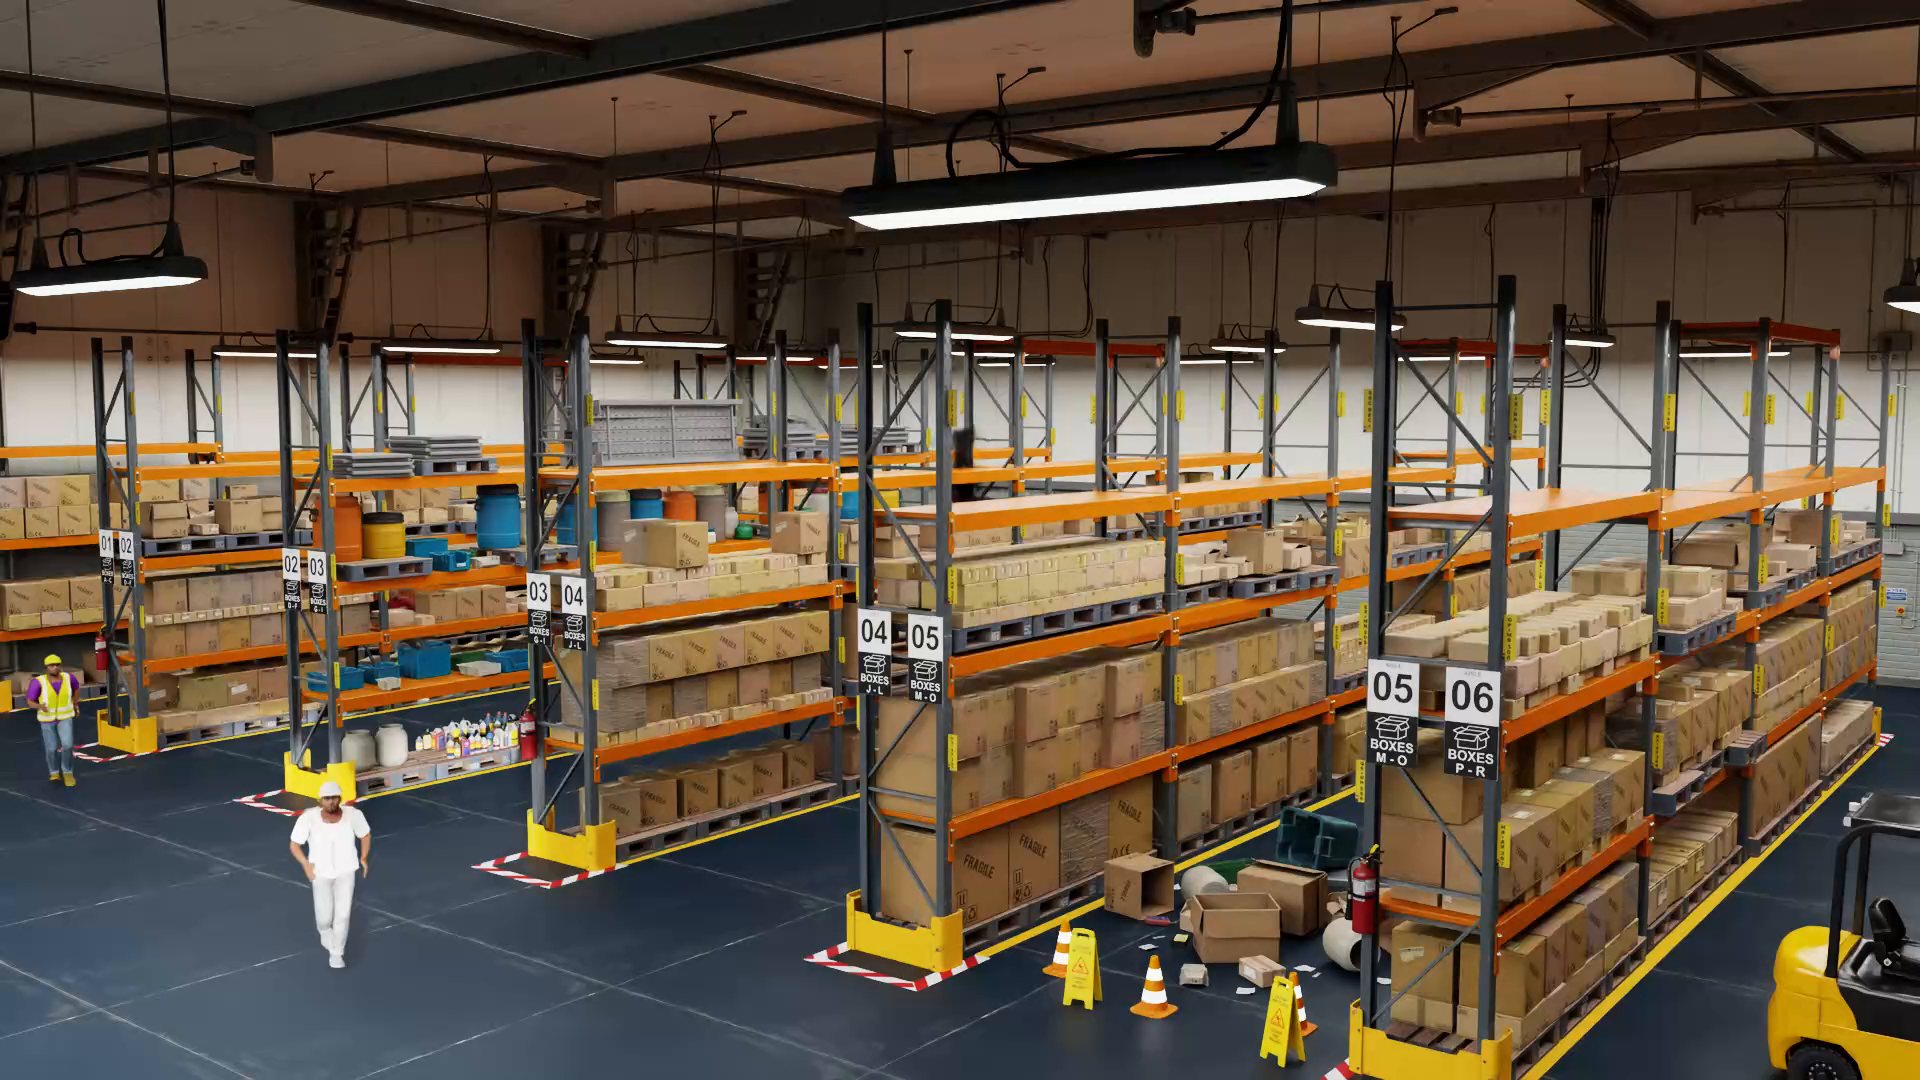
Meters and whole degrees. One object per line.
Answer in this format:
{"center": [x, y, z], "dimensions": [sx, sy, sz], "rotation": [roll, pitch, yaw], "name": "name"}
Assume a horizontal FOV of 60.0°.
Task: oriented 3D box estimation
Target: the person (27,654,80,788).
{"center": [-11.923, 2.390, 21.915], "dimensions": [0.631, 1.786, 0.763], "rotation": [-3, 6, -30], "name": "person"}

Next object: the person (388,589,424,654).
{"center": [-10.342, 1.664, 31.121], "dimensions": [0.706, 1.699, 1.020], "rotation": [2, 5, 22], "name": "person"}

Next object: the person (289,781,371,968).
{"center": [-5.726, 3.007, 15.154], "dimensions": [0.703, 1.712, 0.683], "rotation": [-2, 5, -23], "name": "person"}
